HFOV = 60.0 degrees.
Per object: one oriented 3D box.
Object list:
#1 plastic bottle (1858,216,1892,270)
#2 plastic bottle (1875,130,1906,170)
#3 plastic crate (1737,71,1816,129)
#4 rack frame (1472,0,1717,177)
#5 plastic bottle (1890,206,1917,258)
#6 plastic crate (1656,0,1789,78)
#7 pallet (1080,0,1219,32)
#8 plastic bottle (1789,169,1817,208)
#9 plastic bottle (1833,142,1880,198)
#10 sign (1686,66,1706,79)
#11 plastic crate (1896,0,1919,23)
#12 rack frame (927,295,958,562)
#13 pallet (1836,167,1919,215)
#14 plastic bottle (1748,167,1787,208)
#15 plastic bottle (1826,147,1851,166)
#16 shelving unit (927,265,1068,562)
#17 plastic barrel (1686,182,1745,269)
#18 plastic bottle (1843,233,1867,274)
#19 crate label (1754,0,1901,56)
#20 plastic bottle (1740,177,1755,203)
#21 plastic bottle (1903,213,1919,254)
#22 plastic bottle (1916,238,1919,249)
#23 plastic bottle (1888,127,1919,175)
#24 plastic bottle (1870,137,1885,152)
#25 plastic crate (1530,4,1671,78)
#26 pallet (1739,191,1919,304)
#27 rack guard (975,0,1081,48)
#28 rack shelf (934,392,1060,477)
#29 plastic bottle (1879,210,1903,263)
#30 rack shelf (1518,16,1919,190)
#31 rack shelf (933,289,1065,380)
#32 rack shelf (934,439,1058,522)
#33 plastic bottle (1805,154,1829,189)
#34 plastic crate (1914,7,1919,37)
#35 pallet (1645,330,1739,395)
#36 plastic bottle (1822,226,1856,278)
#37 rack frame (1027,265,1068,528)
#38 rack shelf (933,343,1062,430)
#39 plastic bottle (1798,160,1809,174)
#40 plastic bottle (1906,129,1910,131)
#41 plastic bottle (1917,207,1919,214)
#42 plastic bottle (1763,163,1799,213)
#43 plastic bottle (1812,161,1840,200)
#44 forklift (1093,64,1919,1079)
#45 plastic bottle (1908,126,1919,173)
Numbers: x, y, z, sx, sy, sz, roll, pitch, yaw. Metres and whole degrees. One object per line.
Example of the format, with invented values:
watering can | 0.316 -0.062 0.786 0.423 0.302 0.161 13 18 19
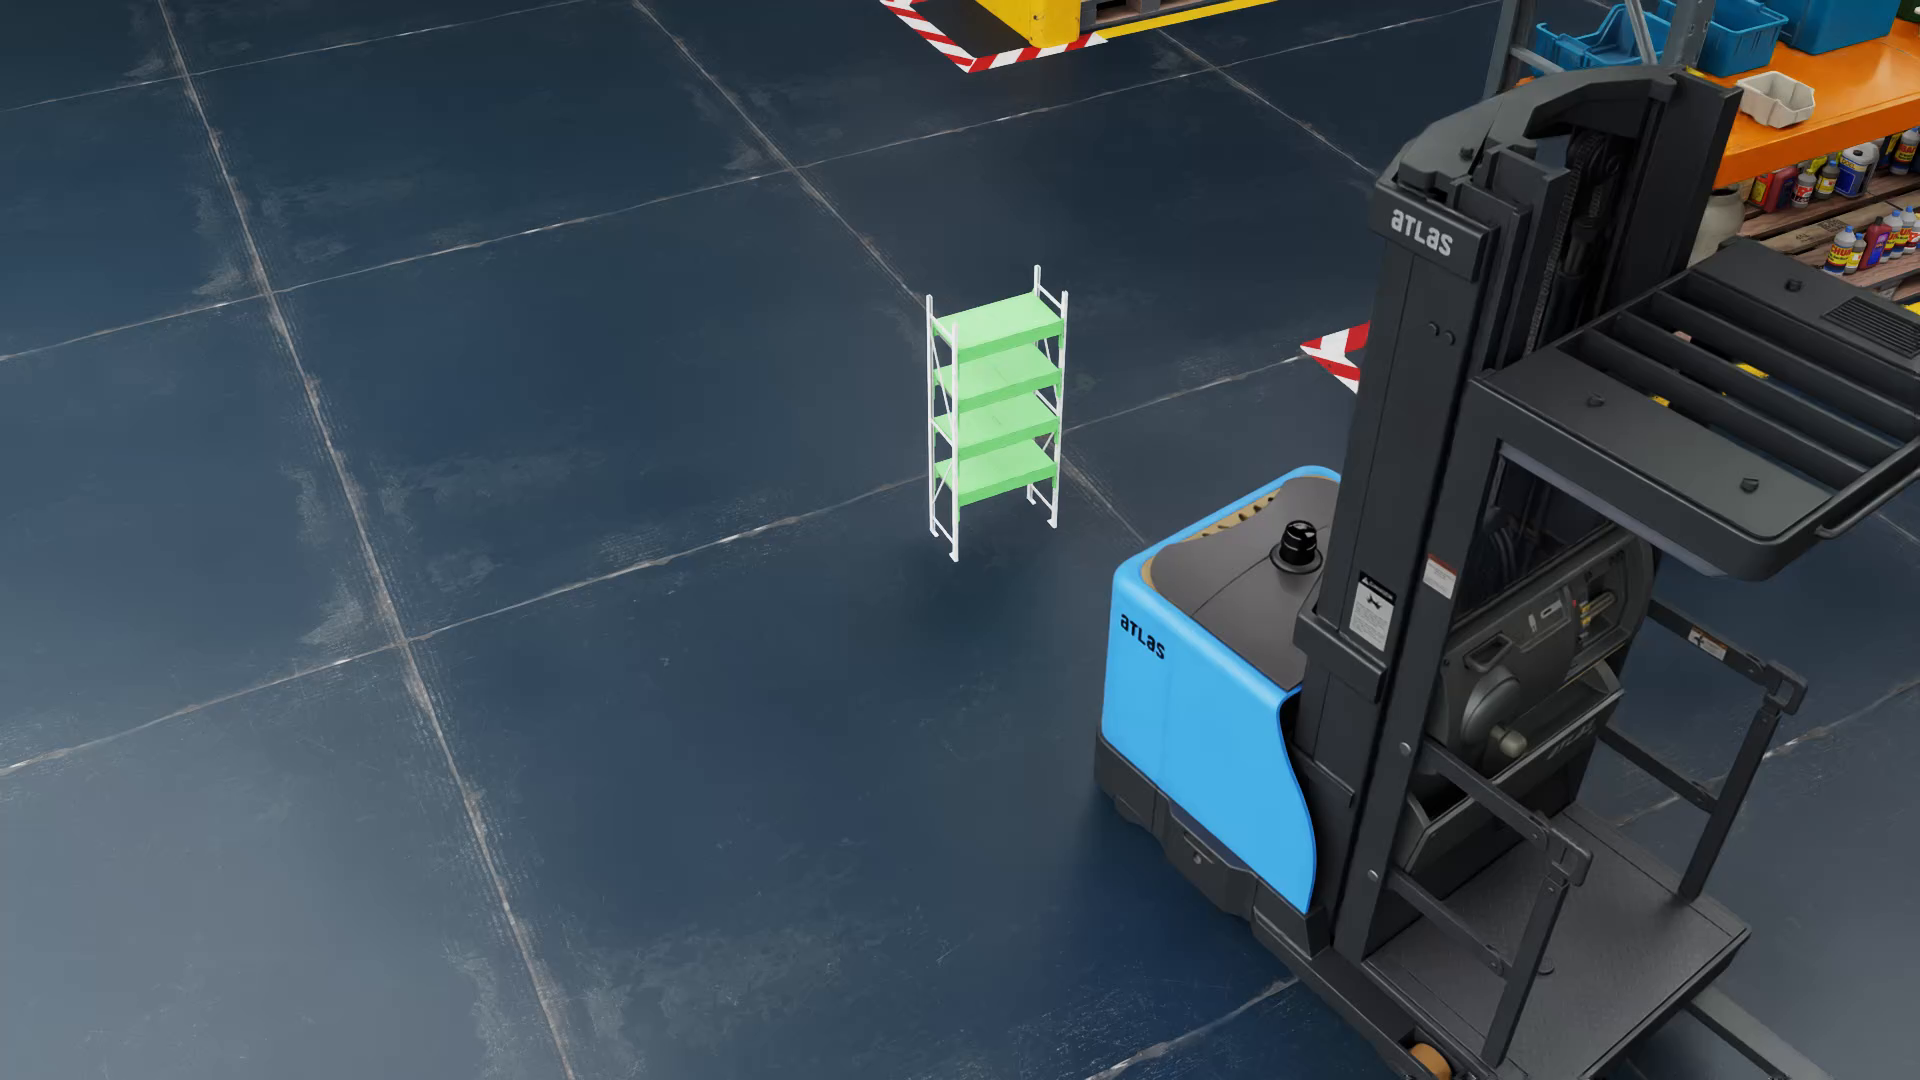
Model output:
plastic bottle | 4.675 -1.528 8.495 0.133 0.283 0.061 -18 43 -20
plastic bottle | 5.187 -2.268 9.318 0.185 0.351 0.144 -20 44 -22
plastic crate | 3.656 -1.959 7.447 0.250 0.136 0.298 -19 44 -21
rack frame | 2.714 -1.977 7.264 0.127 3.000 1.000 -19 44 -21
plastic bottle | 4.859 -1.598 8.588 0.097 0.271 0.097 0 40 0
plastic crate | 3.598 -2.432 7.916 0.408 0.251 0.499 -19 44 -21
pallet | 1.088 -4.005 11.817 1.213 0.211 1.003 -19 44 -21
plastic bottle | 4.574 -1.911 9.012 0.097 0.201 0.097 0 40 0
plastic bottle | 4.900 -2.035 9.101 0.135 0.276 0.152 -19 44 -21
sign | 2.964 -1.766 6.801 0.005 0.325 0.100 -19 44 -21
plastic crate | 4.927 -2.847 8.455 0.662 0.188 0.450 -19 44 -21
rack frame | -0.070 -0.435 6.835 0.015 1.200 0.240 -19 44 -21
pallet | 5.647 -1.930 9.367 1.213 0.211 1.003 -19 44 -21
plastic bottle | 4.377 -1.964 9.016 0.135 0.276 0.152 -18 44 -20
plastic bottle | 4.810 -2.141 9.168 0.185 0.351 0.144 -19 44 -21
shelving unit | 0.147 -0.507 6.921 0.503 1.200 0.258 -19 44 -21
plastic barrel | 3.707 -1.578 8.393 0.421 0.512 0.421 0 40 0
plastic bottle | 4.558 -1.470 8.491 0.097 0.201 0.097 0 40 0
crate label | 4.221 -2.695 8.085 0.616 0.435 0.502 -19 44 -21
plastic bottle | 4.236 -1.953 8.997 0.133 0.283 0.061 -18 43 -20
plastic bottle | 4.947 -1.601 8.645 0.097 0.201 0.097 0 40 0
plastic bottle | 5.038 -1.659 8.659 0.097 0.271 0.097 0 40 0
plastic bottle | 5.281 -2.182 9.277 0.097 0.271 0.097 0 40 0
plastic bottle | 5.073 -2.173 9.266 0.097 0.271 0.097 0 40 0
plastic crate | 3.020 -2.241 7.691 0.616 0.251 0.499 -19 44 -21
pallet | 4.563 -1.563 8.933 1.213 0.211 1.003 -19 44 -21
rack guard | 0.408 -3.855 11.418 0.348 0.500 1.175 -19 44 -21
rack shelf | 0.147 -0.459 6.962 0.480 0.148 0.258 -19 44 -21
plastic bottle | 4.770 -1.568 8.552 0.097 0.271 0.097 0 40 0
rack shelf | 4.488 -2.299 8.202 4.000 0.370 1.077 -19 44 -21
rack shelf | 0.147 -0.825 6.652 0.480 0.148 0.258 -19 44 -21
rack shelf | 0.147 -0.275 7.117 0.480 0.148 0.258 -19 44 -21
plastic bottle | 4.645 -2.086 9.102 0.185 0.351 0.144 -17 43 -19
plastic crate | 4.938 -2.440 8.016 0.437 0.136 0.530 -19 44 -21
pallet | 3.483 -1.202 8.506 1.213 0.211 1.003 -19 44 -21
plastic bottle | 4.466 -1.466 8.432 0.097 0.271 0.097 0 40 0
rack frame | 0.363 -0.580 7.007 0.015 1.200 0.240 -19 44 -21
rack shelf | 0.147 -0.642 6.807 0.480 0.148 0.258 -19 44 -21
plastic bottle | 4.500 -2.006 9.065 0.135 0.276 0.152 -20 44 -22
plastic bottle | 5.354 -2.325 9.384 0.185 0.351 0.144 -17 43 -20
plastic bottle | 5.171 -1.806 8.823 0.133 0.283 0.061 -19 44 -21
plastic bottle | 4.426 -1.906 8.942 0.133 0.283 0.061 -19 44 -21
plastic bottle | 4.739 -1.973 9.084 0.097 0.201 0.097 0 40 0
forklift | 1.790 0.353 4.564 1.130 2.935 3.031 -27 47 -28
plastic bottle | 5.421 -2.242 9.287 0.185 0.351 0.144 -19 44 -21
